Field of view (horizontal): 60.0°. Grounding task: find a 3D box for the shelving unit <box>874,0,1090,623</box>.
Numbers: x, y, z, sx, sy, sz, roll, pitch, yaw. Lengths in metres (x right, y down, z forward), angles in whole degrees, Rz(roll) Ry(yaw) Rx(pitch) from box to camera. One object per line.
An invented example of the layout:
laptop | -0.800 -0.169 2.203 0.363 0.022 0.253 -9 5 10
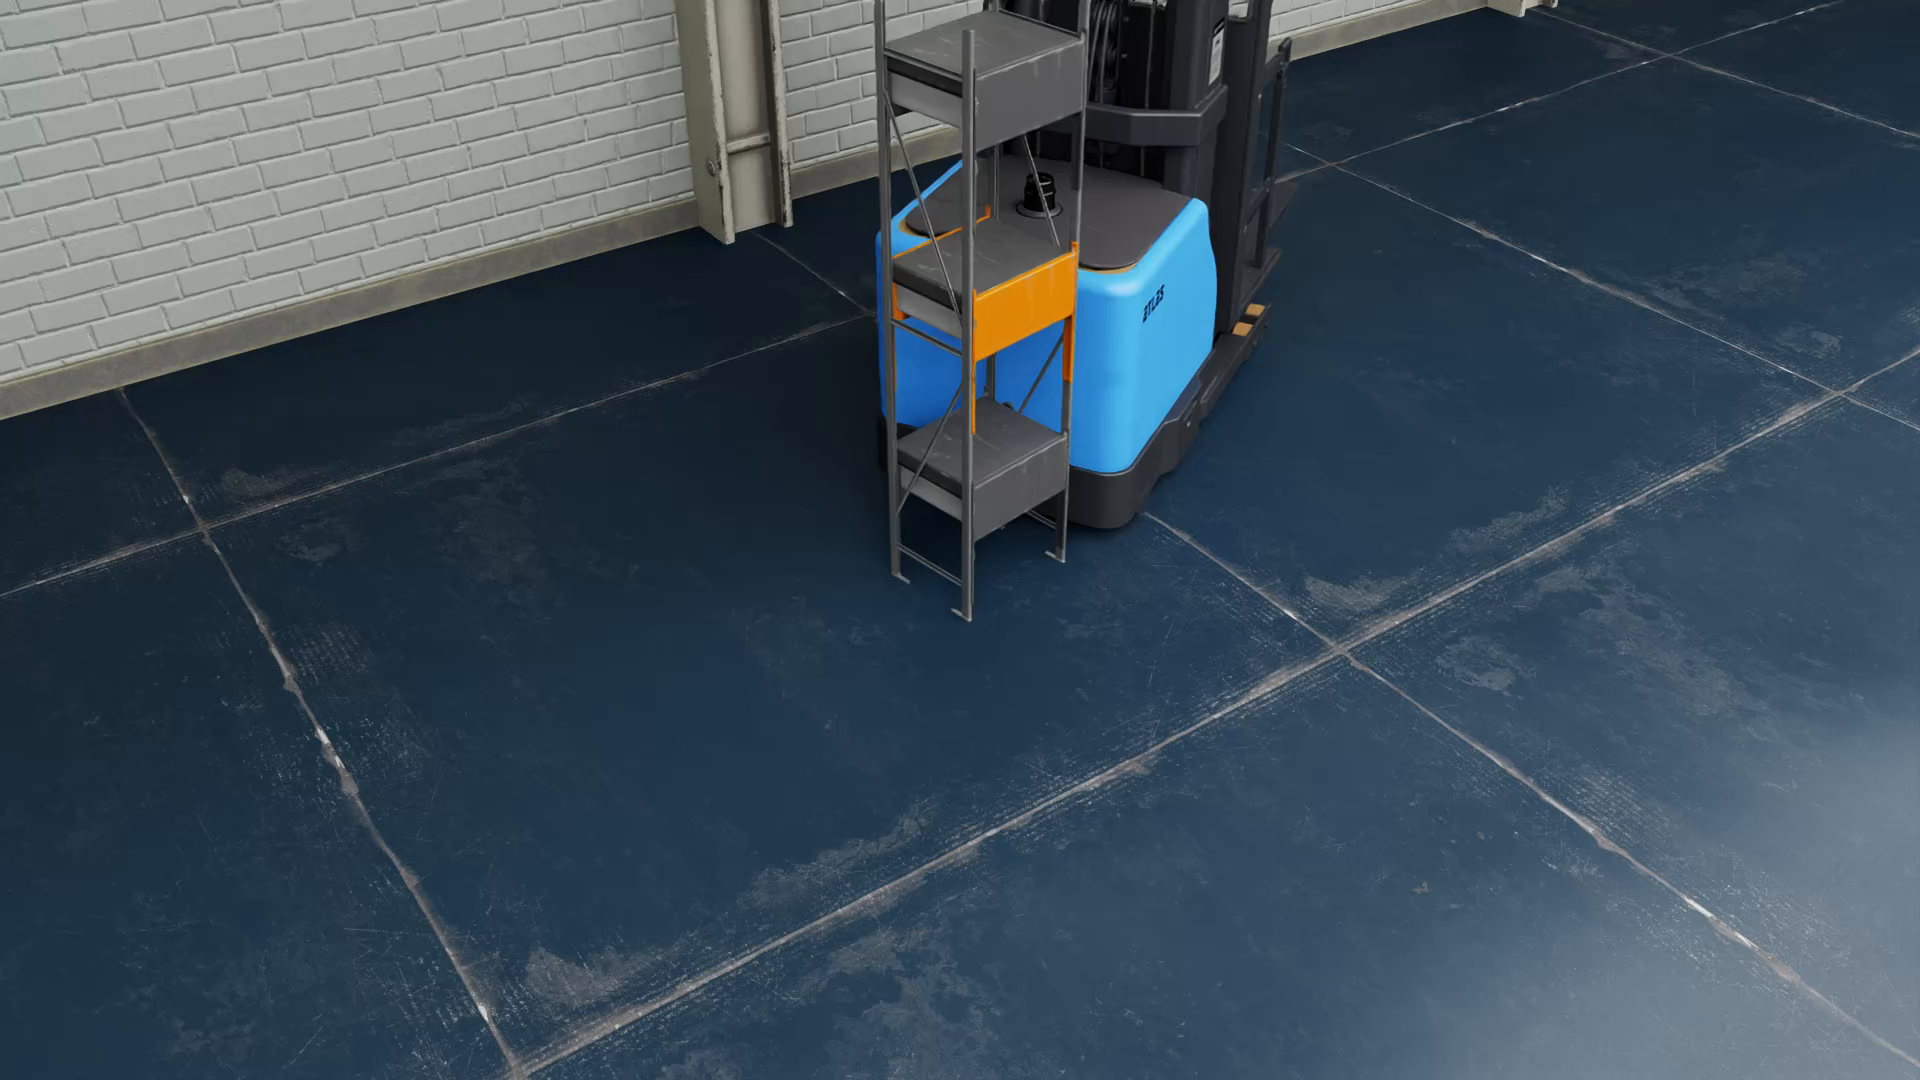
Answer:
shelving unit | 0.067 -0.746 5.489 0.503 2.100 0.431 -30 45 -35

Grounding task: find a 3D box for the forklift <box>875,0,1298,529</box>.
forklift | 0.757 -2.082 6.634 1.130 2.935 3.031 15 38 20

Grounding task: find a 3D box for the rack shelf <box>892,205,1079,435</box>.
rack shelf | 0.067 -0.735 5.497 0.480 0.518 0.431 -30 45 -35

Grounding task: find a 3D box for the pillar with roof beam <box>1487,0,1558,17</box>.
pillar with roof beam | 6.287 -5.231 5.816 0.400 9.000 9.100 -22 41 -28

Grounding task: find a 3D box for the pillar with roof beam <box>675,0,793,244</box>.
pillar with roof beam | 1.383 -3.213 3.010 0.400 9.000 9.100 -22 41 -28

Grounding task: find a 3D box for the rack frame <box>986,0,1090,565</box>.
rack frame | 0.240 -0.847 5.629 0.015 2.100 0.400 -30 45 -35

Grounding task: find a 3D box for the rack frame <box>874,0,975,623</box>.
rack frame | -0.106 -0.645 5.349 0.015 2.100 0.400 -30 45 -35

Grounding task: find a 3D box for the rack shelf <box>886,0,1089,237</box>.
rack shelf | 0.067 -1.303 5.088 0.480 0.518 0.431 -30 45 -35

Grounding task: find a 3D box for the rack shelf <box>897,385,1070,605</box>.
rack shelf | 0.067 -0.167 5.906 0.480 0.518 0.431 -30 45 -35
